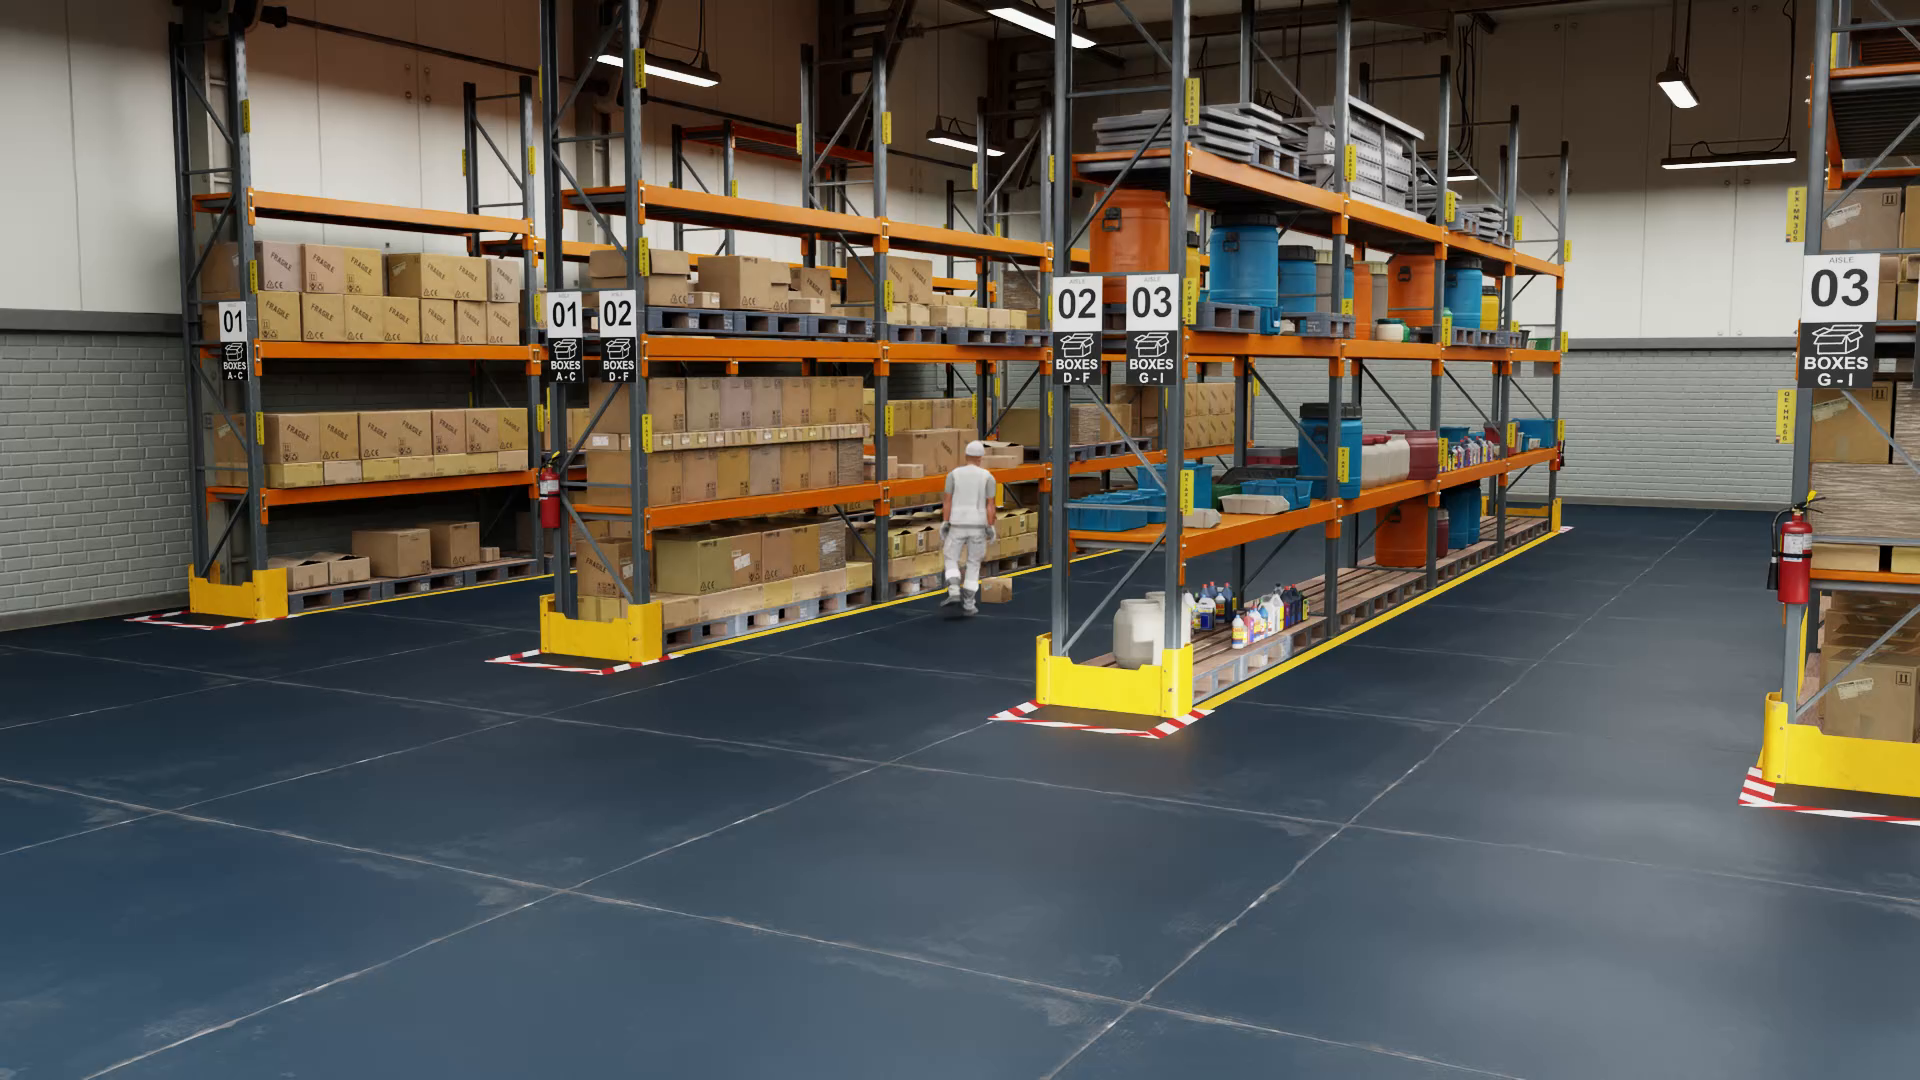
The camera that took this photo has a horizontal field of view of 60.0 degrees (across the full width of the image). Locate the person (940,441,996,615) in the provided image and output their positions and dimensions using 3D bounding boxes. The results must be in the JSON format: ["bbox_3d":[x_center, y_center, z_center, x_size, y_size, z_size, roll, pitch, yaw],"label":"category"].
[{"bbox_3d":[0.080,-0.117,17.009,0.580,1.785,0.571,0,6,4],"label":"person"}]
